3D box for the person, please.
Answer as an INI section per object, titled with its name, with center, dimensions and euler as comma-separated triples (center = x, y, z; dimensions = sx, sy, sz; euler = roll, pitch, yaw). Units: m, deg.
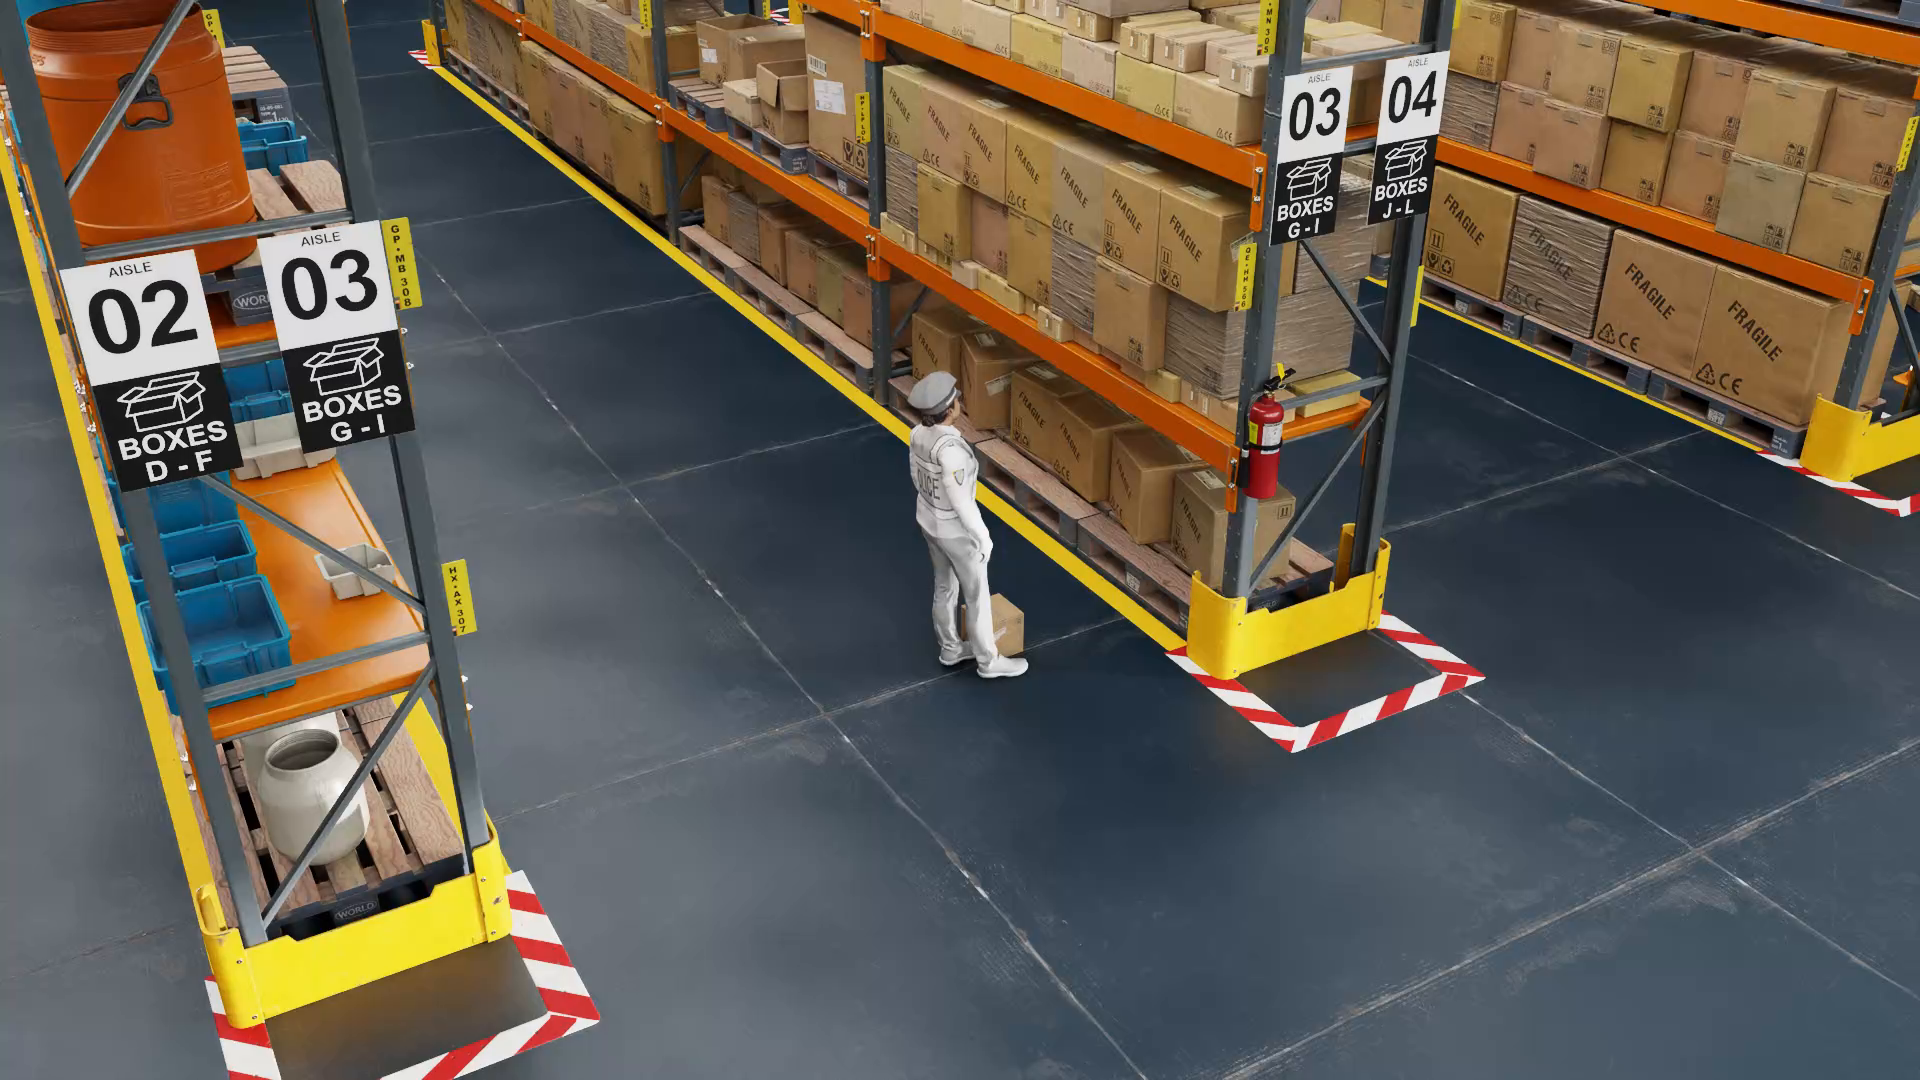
[person]
center = 0.014, -0.088, 8.661
dimensions = 0.532, 1.694, 0.586
euler = -16, 33, -26
